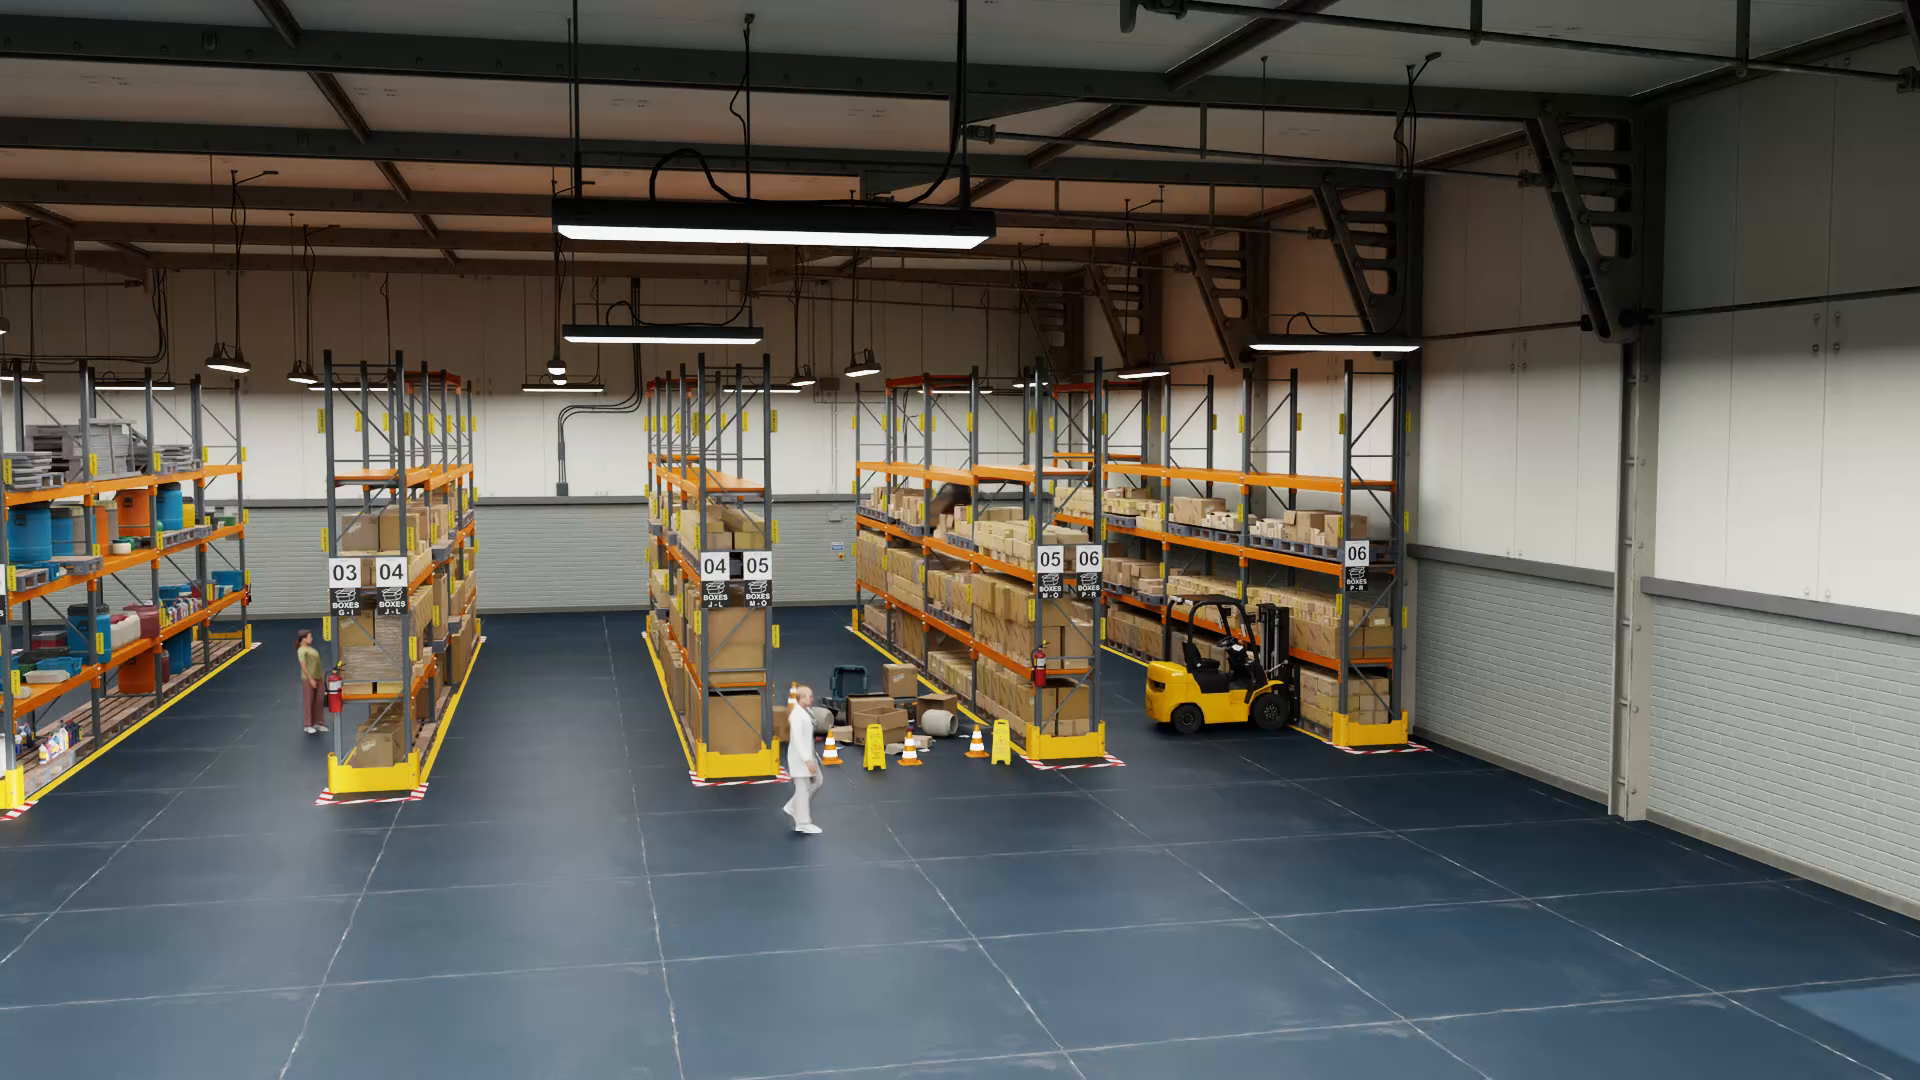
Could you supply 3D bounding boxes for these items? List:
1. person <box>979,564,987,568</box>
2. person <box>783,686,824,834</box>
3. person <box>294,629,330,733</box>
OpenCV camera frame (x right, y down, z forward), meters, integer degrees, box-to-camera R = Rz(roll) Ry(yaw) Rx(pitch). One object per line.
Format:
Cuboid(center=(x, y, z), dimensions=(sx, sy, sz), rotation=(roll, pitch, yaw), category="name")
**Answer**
Cuboid(center=(0.482, 1.207, 42.179), dimensions=(1.006, 1.733, 0.597), rotation=(-1, 4, -17), category="person")
Cuboid(center=(-1.932, 2.690, 20.520), dimensions=(0.569, 1.784, 0.762), rotation=(1, 4, 10), category="person")
Cuboid(center=(-10.548, 2.298, 27.055), dimensions=(0.485, 1.704, 0.523), rotation=(1, 4, 19), category="person")
